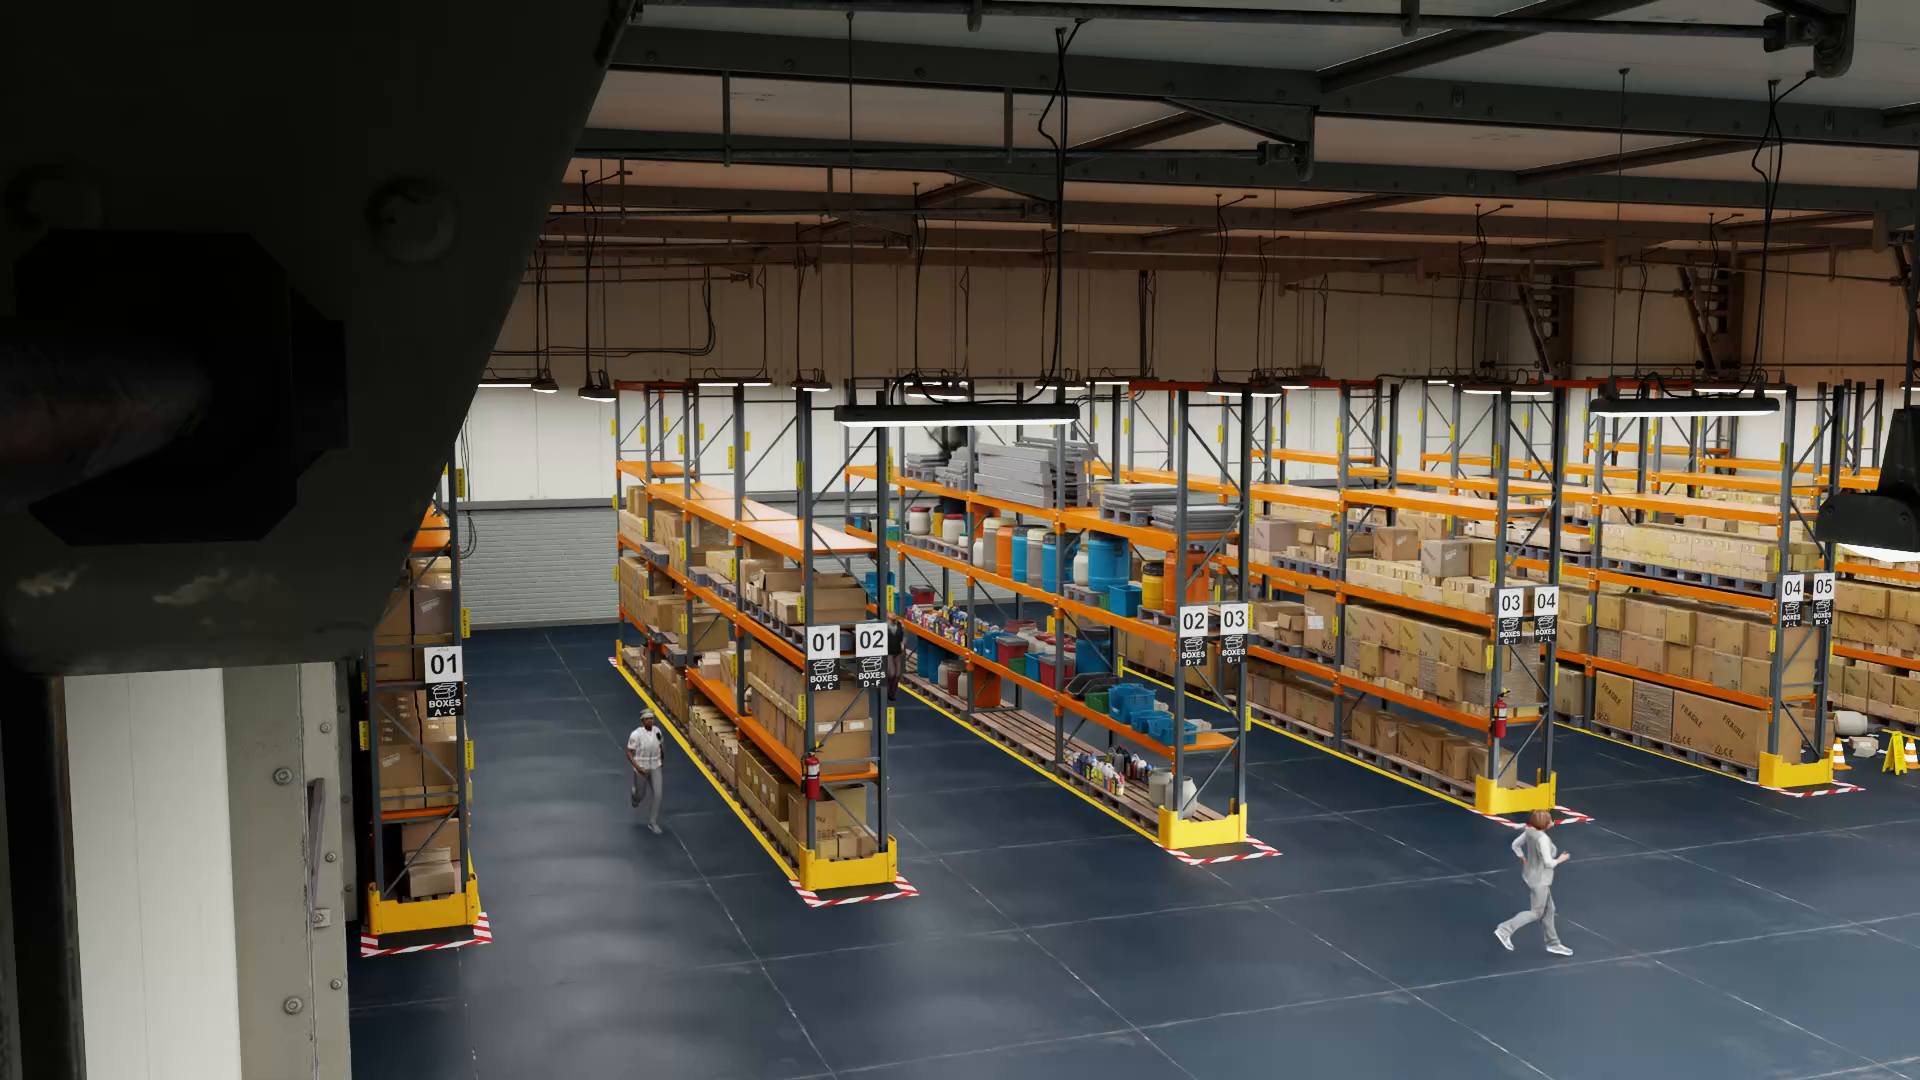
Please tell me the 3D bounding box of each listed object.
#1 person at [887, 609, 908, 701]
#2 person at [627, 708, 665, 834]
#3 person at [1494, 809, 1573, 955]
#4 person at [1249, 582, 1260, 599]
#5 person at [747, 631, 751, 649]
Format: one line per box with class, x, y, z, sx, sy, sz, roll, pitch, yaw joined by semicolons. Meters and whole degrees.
person;-1.209;2.060;29.757;0.658;1.693;0.547;-3;7;-23
person;-4.287;3.122;22.795;0.568;1.683;0.869;-3;7;-26
person;6.136;3.647;17.735;0.852;1.587;0.534;0;6;0
person;7.429;1.114;41.460;0.624;1.541;0.662;0;6;5
person;-4.574;1.918;34.989;0.543;1.490;0.886;-5;8;-37
